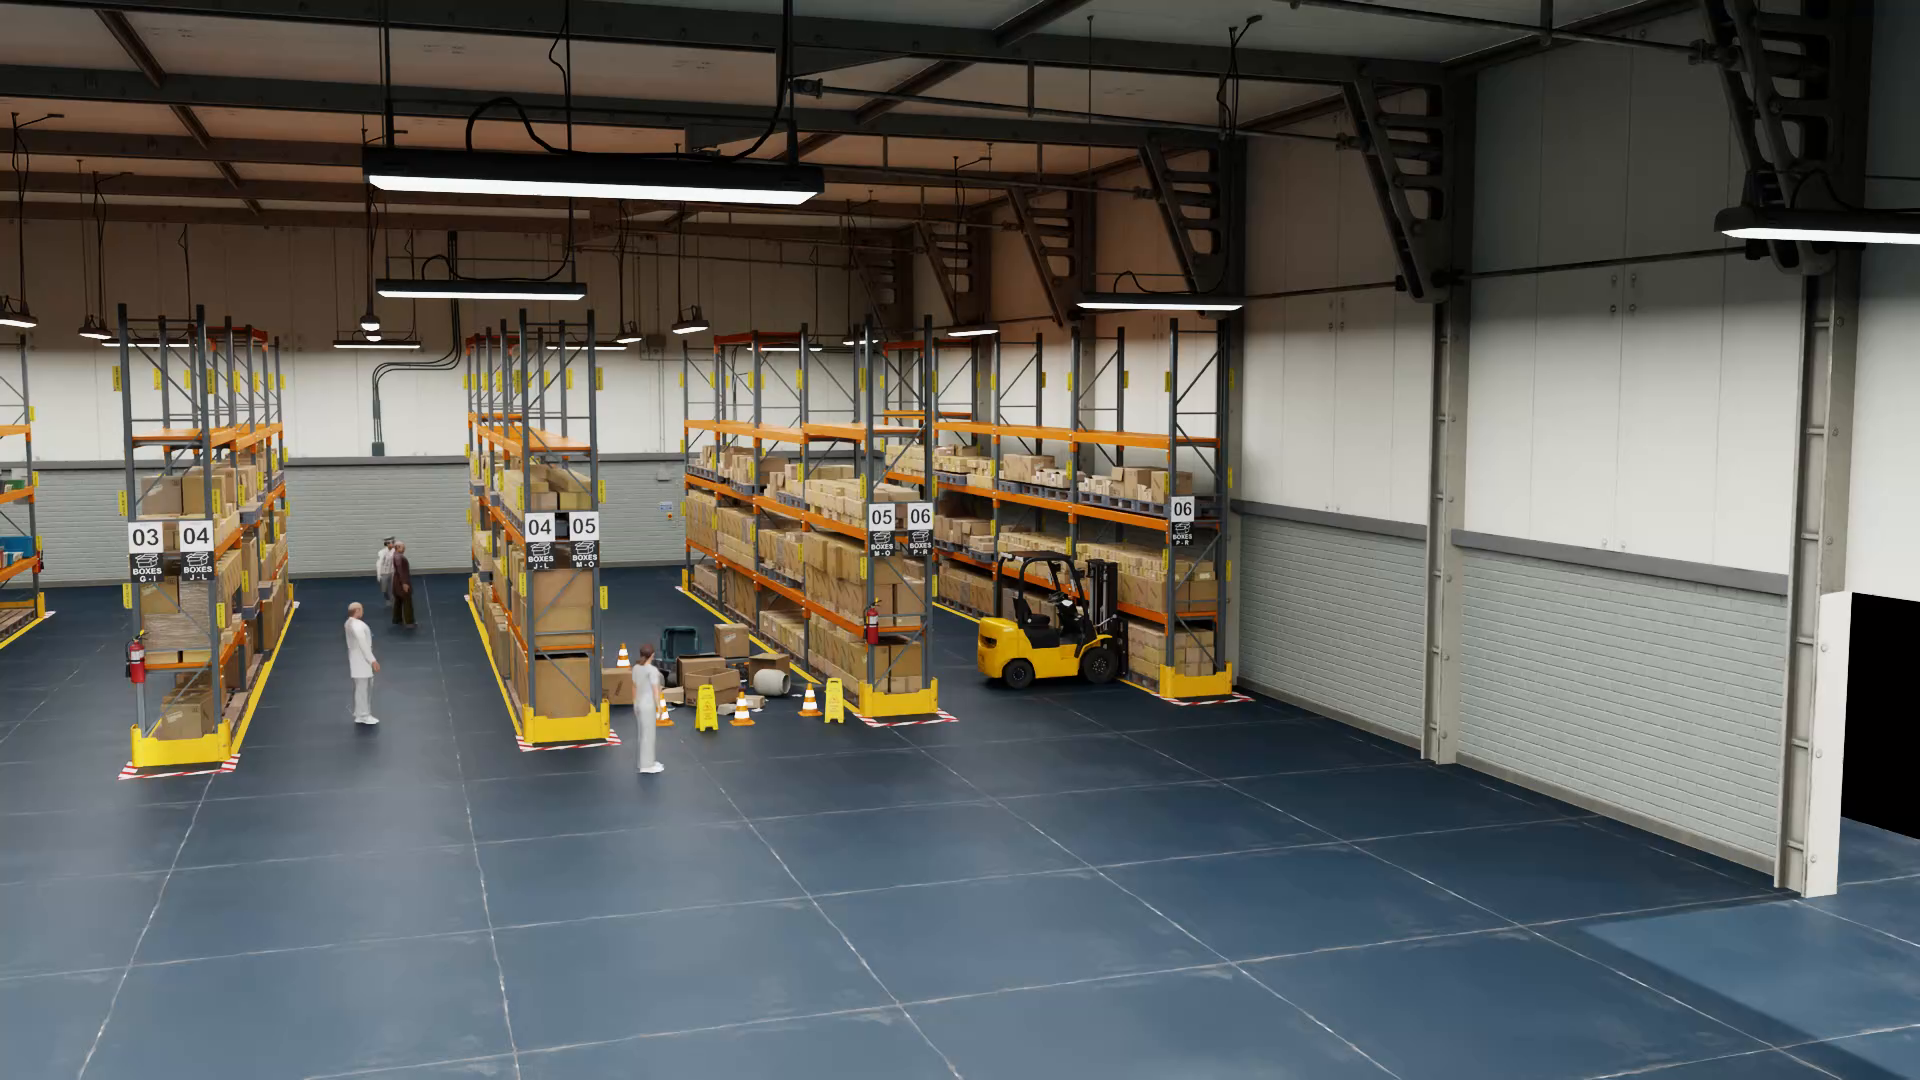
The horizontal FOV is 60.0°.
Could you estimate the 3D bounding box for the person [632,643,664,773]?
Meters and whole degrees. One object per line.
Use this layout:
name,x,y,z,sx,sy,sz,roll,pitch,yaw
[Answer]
person,-3.980,2.152,21.393,0.397,1.676,0.503,-4,7,-34

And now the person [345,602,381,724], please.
person,-8.769,1.821,24.463,0.543,1.835,0.661,-1,6,-10

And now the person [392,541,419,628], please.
person,-11.306,0.898,33.850,0.488,1.774,0.637,-4,7,-38

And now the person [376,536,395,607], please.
person,-12.454,0.732,36.319,0.513,1.651,0.629,-1,6,-15
